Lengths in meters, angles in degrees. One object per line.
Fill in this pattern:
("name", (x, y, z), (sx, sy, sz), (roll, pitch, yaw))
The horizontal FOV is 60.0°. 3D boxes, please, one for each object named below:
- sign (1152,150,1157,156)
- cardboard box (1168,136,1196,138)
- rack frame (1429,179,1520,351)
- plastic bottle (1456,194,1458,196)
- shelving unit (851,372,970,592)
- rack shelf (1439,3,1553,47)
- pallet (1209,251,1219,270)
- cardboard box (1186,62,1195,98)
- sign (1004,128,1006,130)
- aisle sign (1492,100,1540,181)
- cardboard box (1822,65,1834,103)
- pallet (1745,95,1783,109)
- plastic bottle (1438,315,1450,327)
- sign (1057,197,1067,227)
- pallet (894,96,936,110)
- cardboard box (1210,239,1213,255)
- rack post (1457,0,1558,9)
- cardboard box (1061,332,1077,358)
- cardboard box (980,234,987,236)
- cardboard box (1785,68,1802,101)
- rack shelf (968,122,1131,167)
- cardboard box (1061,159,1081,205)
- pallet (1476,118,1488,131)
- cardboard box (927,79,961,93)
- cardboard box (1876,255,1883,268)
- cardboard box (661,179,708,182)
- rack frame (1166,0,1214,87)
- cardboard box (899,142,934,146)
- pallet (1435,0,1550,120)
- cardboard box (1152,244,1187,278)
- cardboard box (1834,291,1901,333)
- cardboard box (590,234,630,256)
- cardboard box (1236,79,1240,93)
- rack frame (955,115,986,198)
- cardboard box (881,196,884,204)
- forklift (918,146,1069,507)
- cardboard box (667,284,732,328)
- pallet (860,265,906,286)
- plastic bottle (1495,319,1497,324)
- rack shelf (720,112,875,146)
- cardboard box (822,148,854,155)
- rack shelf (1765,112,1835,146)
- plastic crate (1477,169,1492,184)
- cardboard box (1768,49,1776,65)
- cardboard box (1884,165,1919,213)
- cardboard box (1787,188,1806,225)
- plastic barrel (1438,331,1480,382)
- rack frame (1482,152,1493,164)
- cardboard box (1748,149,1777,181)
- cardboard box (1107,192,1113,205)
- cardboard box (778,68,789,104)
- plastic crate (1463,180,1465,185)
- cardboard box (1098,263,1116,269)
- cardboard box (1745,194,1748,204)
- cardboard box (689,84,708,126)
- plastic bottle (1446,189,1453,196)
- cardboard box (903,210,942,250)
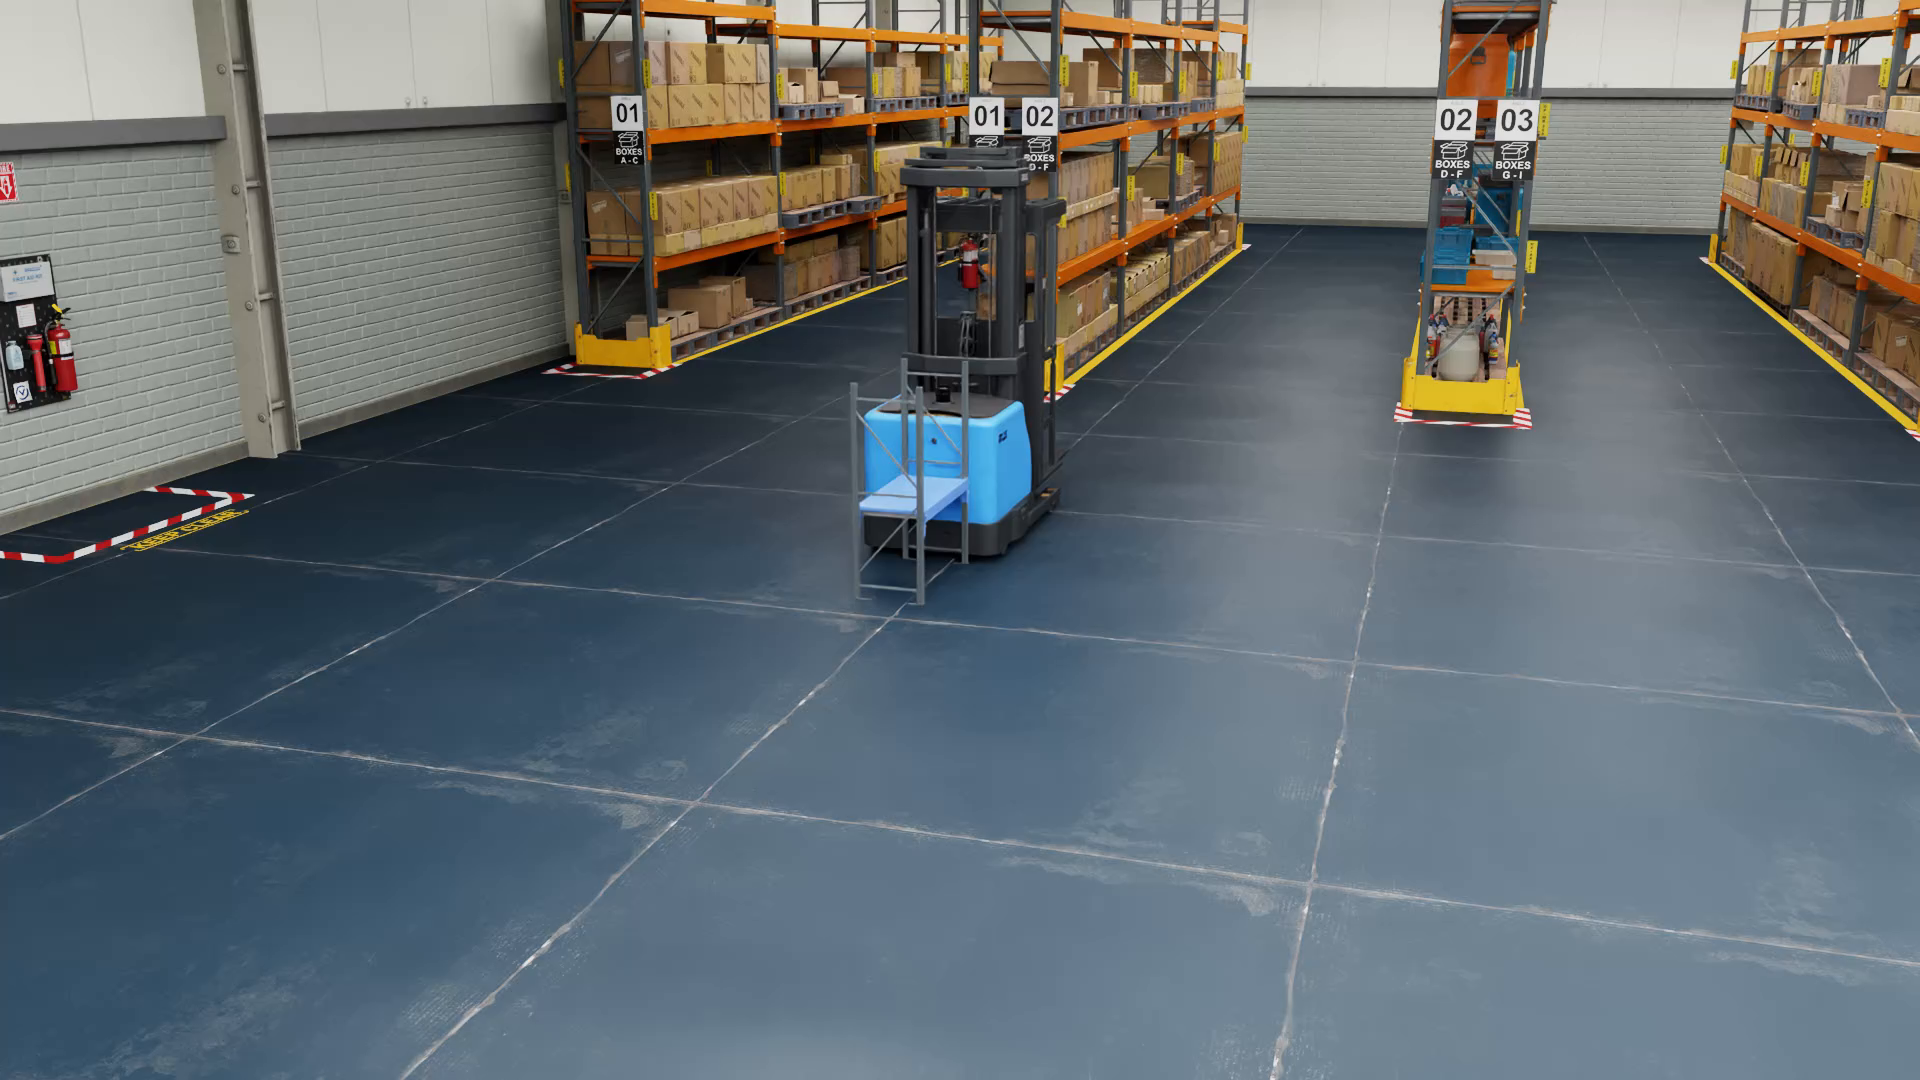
("sign", (3.481, -6.801, 29.725), (0.100, 0.325, 0.005), (5, 16, 16))
("cardboard box", (4.042, -7.160, 30.562), (0.500, 0.500, 0.500), (4, 16, 15))
("rack frame", (6.478, -3.867, 20.965), (1.000, 3.000, 0.127), (5, 16, 16))
("plastic bottle", (7.949, -5.413, 26.652), (0.097, 0.271, 0.097), (0, 16, 0))
("shelving unit", (-0.333, -0.428, 11.589), (0.538, 1.308, 1.030), (5, 17, 17))
("rack shelf", (5.910, -5.691, 18.454), (1.077, 0.370, 4.000), (5, 16, 16))
("pallet", (4.200, -5.183, 30.715), (1.003, 0.211, 1.213), (5, 16, 16))
("cardboard box", (3.622, -7.783, 28.140), (0.600, 0.600, 0.600), (4, 16, 15))
("sign", (0.906, -8.400, 34.390), (0.100, 0.325, 0.005), (5, 16, 16))
("aisle sign", (5.602, -4.029, 16.774), (0.394, 0.787, 0.004), (5, 16, 16))
("cardboard box", (11.983, -6.158, 22.446), (0.500, 0.500, 0.500), (5, 17, 16))
("pallet", (14.091, -7.507, 28.466), (1.003, 0.211, 1.213), (5, 16, 16))
("plastic bottle", (5.989, -2.614, 20.596), (0.144, 0.351, 0.185), (5, 16, 16))
("sign", (1.124, -3.615, 18.347), (0.100, 0.325, 0.005), (5, 16, 16))
("pallet", (-0.960, -7.835, 29.810), (0.805, 0.209, 1.217), (4, 16, 14))
("cardboard box", (4.330, -5.356, 30.336), (0.500, 0.311, 0.500), (5, 16, 16))
("rack post", (5.678, -5.654, 17.187), (0.937, 0.300, 0.954), (7, 17, 22))
("cardboard box", (1.098, -2.339, 19.847), (0.500, 0.250, 0.500), (5, 16, 16))
("cardboard box", (0.145, -6.452, 33.891), (0.700, 0.500, 0.500), (5, 16, 16))
("cardboard box", (13.345, -7.116, 25.972), (0.700, 0.500, 0.500), (5, 17, 17))
("rack shelf", (1.162, -4.825, 20.166), (1.077, 0.370, 4.000), (5, 16, 16))
("cardboard box", (1.040, -4.282, 19.870), (0.700, 0.500, 0.500), (5, 16, 16))
("pallet", (6.367, -5.023, 19.889), (1.213, 0.211, 1.003), (5, 16, 16))
("cardboard box", (-0.298, -8.509, 31.158), (0.500, 0.250, 0.500), (5, 16, 16))
("cardboard box", (10.749, -3.197, 19.063), (0.380, 0.149, 0.250), (5, 16, 16))
("cardboard box", (-3.652, -4.561, 22.278), (0.500, 0.500, 0.500), (5, 17, 17))
("rack frame", (4.000, -9.231, 28.884), (0.949, 2.616, 0.053), (5, 16, 16))
("cardboard box", (-0.789, -7.014, 29.923), (0.500, 0.250, 0.500), (5, 17, 17))
("pallet", (13.223, -4.383, 17.288), (15.863, 6.000, 5.449), (5, 16, 16))
("cardboard box", (3.918, -5.282, 29.728), (0.873, 0.500, 6.003), (4, 16, 14))
("cardboard box", (11.734, -2.920, 21.403), (0.700, 0.500, 0.500), (3, 16, 11))
("cardboard box", (-4.210, -3.663, 20.486), (0.500, 0.250, 0.500), (5, 17, 17))
("cardboard box", (5.097, -8.718, 31.929), (0.500, 0.250, 0.500), (5, 16, 16))
("rack frame", (0.390, -7.774, 34.742), (1.000, 3.000, 0.127), (5, 16, 16))
("cardboard box", (-1.488, -5.704, 27.865), (0.380, 0.149, 0.250), (5, 17, 17))
("forklift", (0.208, -1.653, 13.287), (1.121, 2.935, 3.031), (5, 17, 17))
("cardboard box", (-3.456, -3.109, 22.067), (0.700, 0.500, 0.500), (4, 16, 12))
("pallet", (-1.587, -4.540, 28.450), (1.003, 0.211, 1.213), (5, 16, 16))
("plastic bottle", (6.658, -2.620, 20.741), (0.061, 0.283, 0.133), (5, 17, 19))
("rack shelf", (-2.452, -6.255, 25.207), (1.077, 0.370, 4.000), (5, 16, 16))
("cardboard box", (-2.003, -6.382, 27.693), (0.500, 0.250, 0.500), (5, 17, 17))
("rack shelf", (12.932, -6.149, 24.834), (1.077, 0.370, 4.000), (5, 16, 16))
("plastic crate", (9.246, -6.233, 29.082), (0.402, 0.464, 0.583), (5, 16, 16))
("cardboard box", (14.053, -8.196, 28.222), (0.500, 0.250, 0.500), (4, 16, 14))
("cardboard box", (10.715, -3.926, 18.613), (0.500, 0.500, 0.500), (5, 16, 16))
("cardboard box", (12.414, -4.855, 24.268), (0.500, 0.500, 0.500), (4, 16, 15))
("plastic barrel", (5.455, -2.003, 18.185), (0.421, 0.512, 0.421), (0, 16, 0))
("rack frame", (9.888, -7.006, 32.033), (1.000, 3.000, 0.127), (5, 16, 16))
("cardboard box", (13.521, -6.279, 27.825), (0.500, 0.500, 0.500), (5, 17, 16))
("cardboard box", (1.786, -4.460, 21.683), (0.380, 0.149, 0.250), (4, 16, 15))
("cardboard box", (-2.788, -6.465, 23.675), (0.500, 0.500, 0.500), (7, 17, 24))
("plastic crate", (9.043, -6.492, 30.419), (0.416, 0.233, 0.300), (5, 16, 16))
("cardboard box", (2.002, -3.927, 24.419), (0.500, 0.311, 0.500), (4, 16, 15))
("cardboard box", (13.492, -5.762, 28.106), (0.380, 0.149, 0.250), (5, 17, 17))
("cardboard box", (-3.492, -5.431, 20.764), (0.500, 0.500, 0.500), (5, 17, 18))
("plastic bottle", (7.821, -5.449, 26.634), (0.144, 0.351, 0.185), (5, 16, 16))
("cardboard box", (-0.807, -5.716, 30.653), (0.750, 0.750, 0.750), (5, 17, 17))
